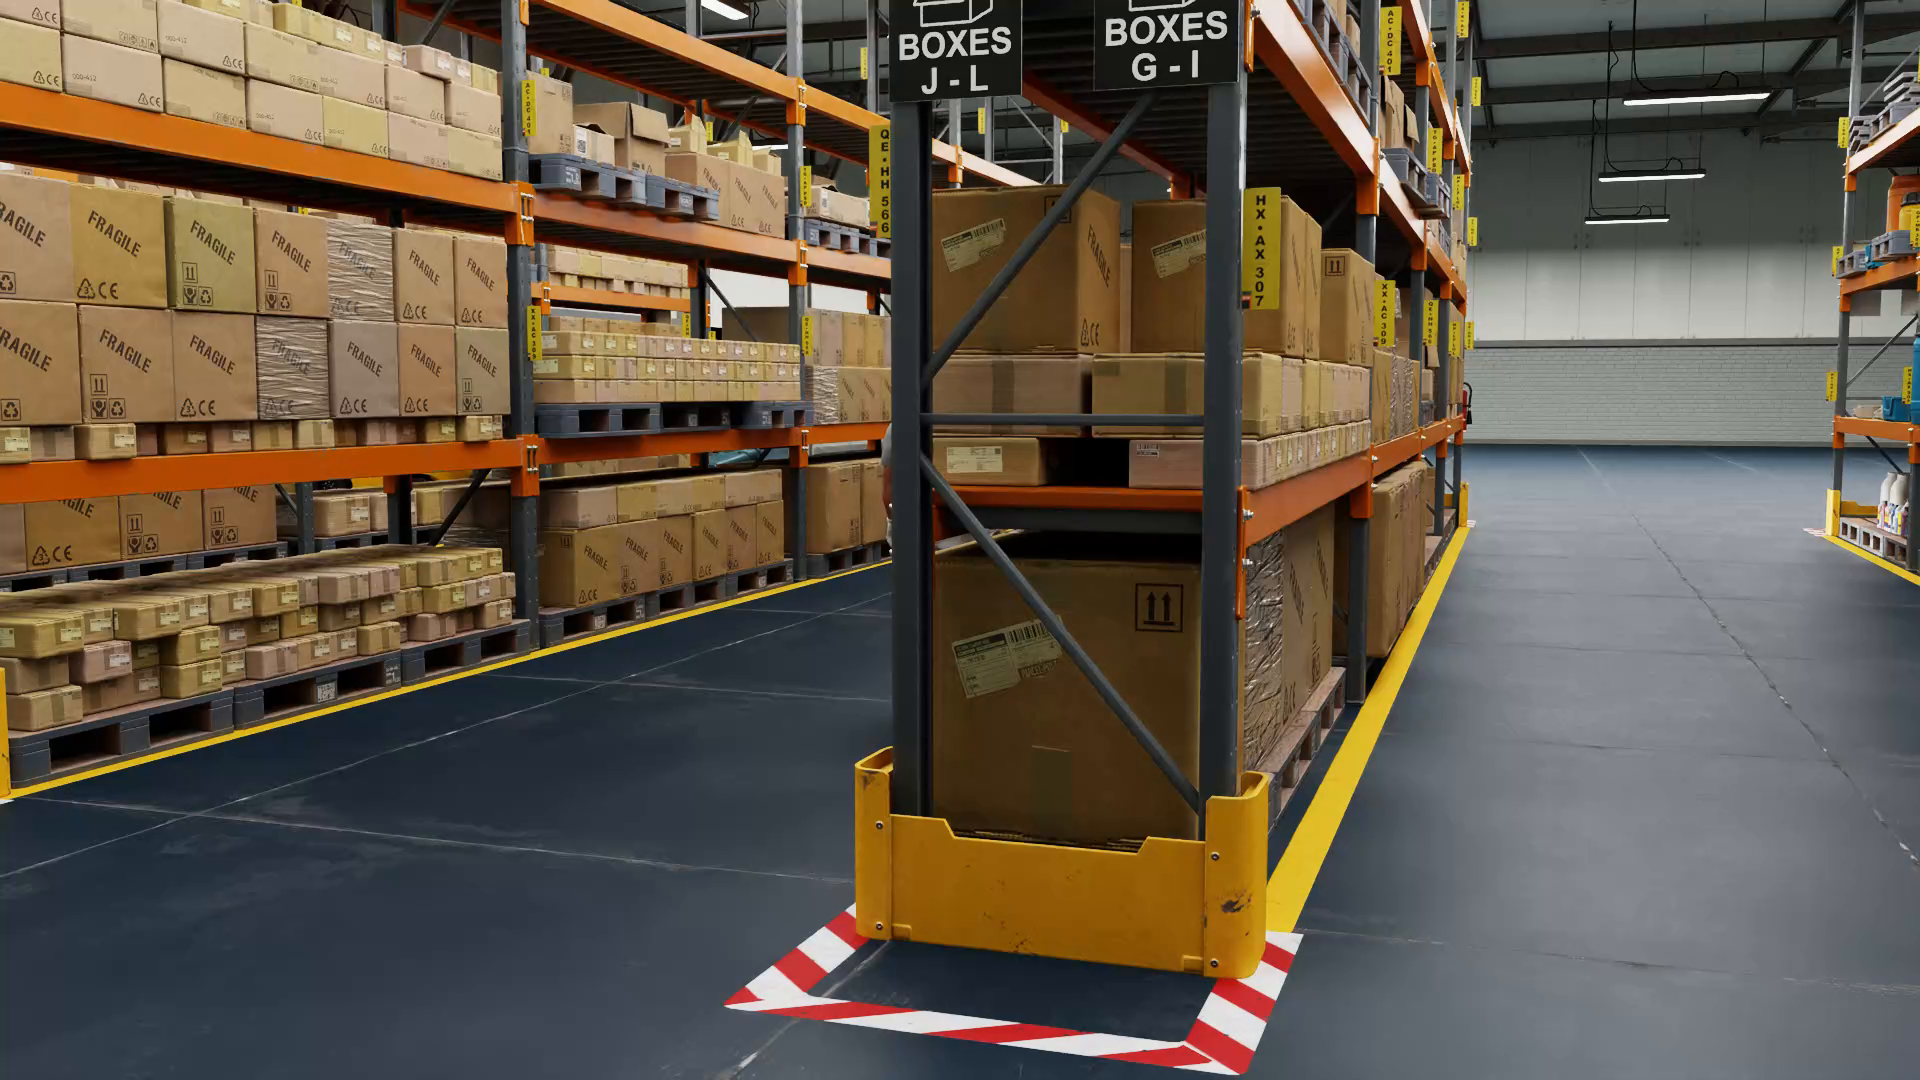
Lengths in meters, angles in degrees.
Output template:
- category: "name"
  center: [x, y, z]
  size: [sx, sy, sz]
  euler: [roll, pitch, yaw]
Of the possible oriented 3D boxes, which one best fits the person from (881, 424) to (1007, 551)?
- category: "person"
  center: [-0.056, -0.073, 8.502]
  size: [0.637, 1.788, 0.564]
  euler: [2, 5, 19]
